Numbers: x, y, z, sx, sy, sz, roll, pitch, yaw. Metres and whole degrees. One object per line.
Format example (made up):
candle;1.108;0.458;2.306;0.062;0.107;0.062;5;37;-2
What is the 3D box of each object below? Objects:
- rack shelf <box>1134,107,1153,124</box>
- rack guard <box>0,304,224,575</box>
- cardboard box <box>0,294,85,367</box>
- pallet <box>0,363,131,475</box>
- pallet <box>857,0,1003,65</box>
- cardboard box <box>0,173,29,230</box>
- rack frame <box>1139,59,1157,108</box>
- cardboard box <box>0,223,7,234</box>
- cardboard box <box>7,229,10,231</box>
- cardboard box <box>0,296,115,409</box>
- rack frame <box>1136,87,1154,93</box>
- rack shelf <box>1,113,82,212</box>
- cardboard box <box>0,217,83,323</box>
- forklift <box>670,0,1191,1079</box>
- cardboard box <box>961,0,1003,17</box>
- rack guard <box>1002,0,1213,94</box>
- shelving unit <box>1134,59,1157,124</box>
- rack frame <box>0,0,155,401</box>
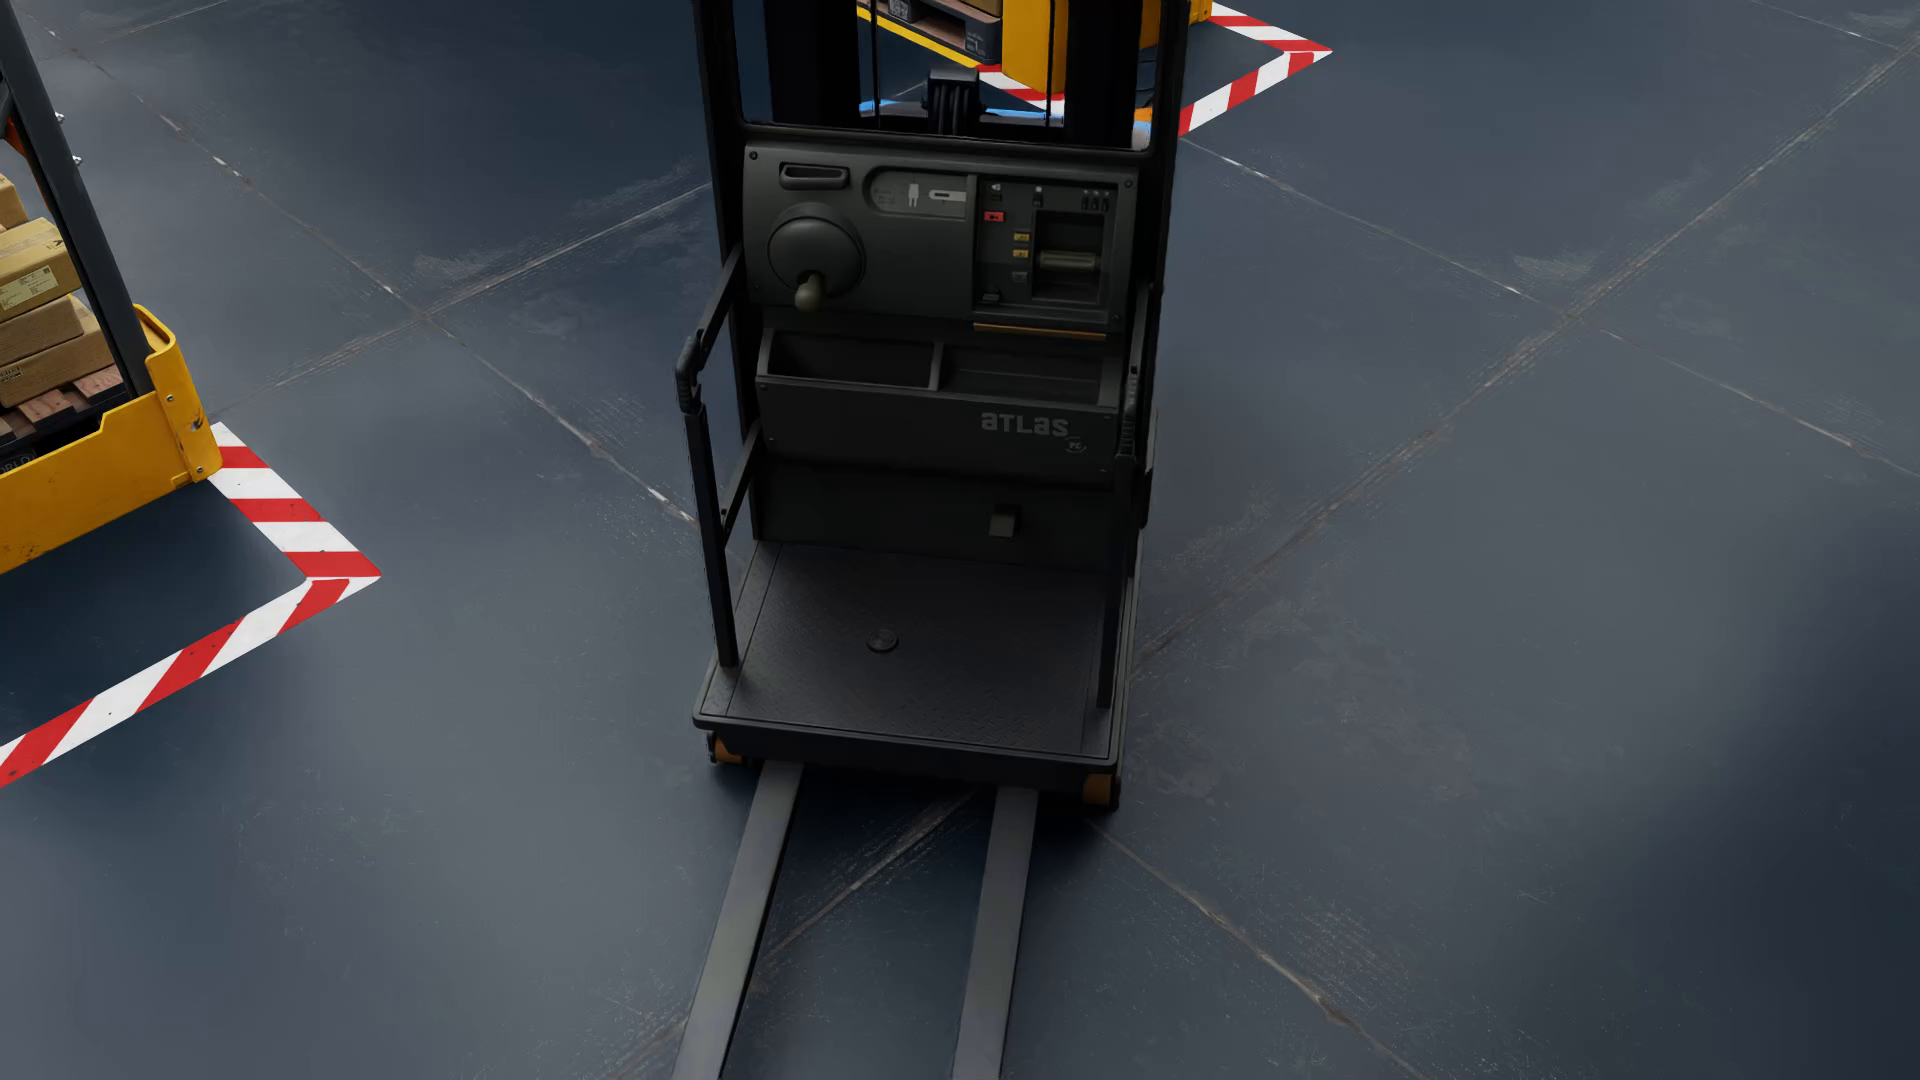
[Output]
rack shelf;0.540;-1.292;5.298;0.258;0.103;0.180;-5;43;-6
rack guard;-2.954;-0.232;5.132;1.175;0.500;0.348;-34;53;-31
cardboard box;-3.089;-0.704;5.374;0.380;0.149;0.250;-32;51;-30
pallet;-3.503;-0.533;5.671;1.003;0.211;1.213;-34;53;-31
pallet;0.062;-2.764;8.086;1.003;0.211;1.213;-34;53;-31
cardboard box;-3.397;-1.111;5.595;0.250;0.149;0.380;34;53;31
rack frame;0.528;-1.122;5.579;0.240;1.200;0.006;-5;43;-6
cardboard box;-3.310;-0.928;5.397;0.380;0.149;0.250;-33;52;-31
cardboard box;-3.582;-1.113;5.817;0.380;0.149;0.250;-32;52;-30
cardboard box;-3.044;-0.626;5.508;0.380;0.149;0.250;-33;52;-31
rack frame;0.551;-0.999;5.446;0.240;1.200;0.006;-5;43;-6
rack shelf;-4.313;-1.810;5.529;1.077;0.370;4.000;-34;53;-31
cardboard box;-3.030;-0.853;5.316;0.250;0.149;0.380;32;51;30
forklift;-0.082;-0.626;3.768;1.130;2.935;3.031;6;43;6
cardboard box;0.174;-3.085;7.634;0.875;0.875;0.875;-34;53;-31
rack guard;0.699;-2.512;7.600;1.175;0.500;0.348;-34;53;-31
shelving unit;0.539;-1.060;5.512;0.258;1.200;0.189;-5;43;-6
rack frame;-2.901;-1.113;4.244;1.000;3.000;0.127;-34;53;-31
